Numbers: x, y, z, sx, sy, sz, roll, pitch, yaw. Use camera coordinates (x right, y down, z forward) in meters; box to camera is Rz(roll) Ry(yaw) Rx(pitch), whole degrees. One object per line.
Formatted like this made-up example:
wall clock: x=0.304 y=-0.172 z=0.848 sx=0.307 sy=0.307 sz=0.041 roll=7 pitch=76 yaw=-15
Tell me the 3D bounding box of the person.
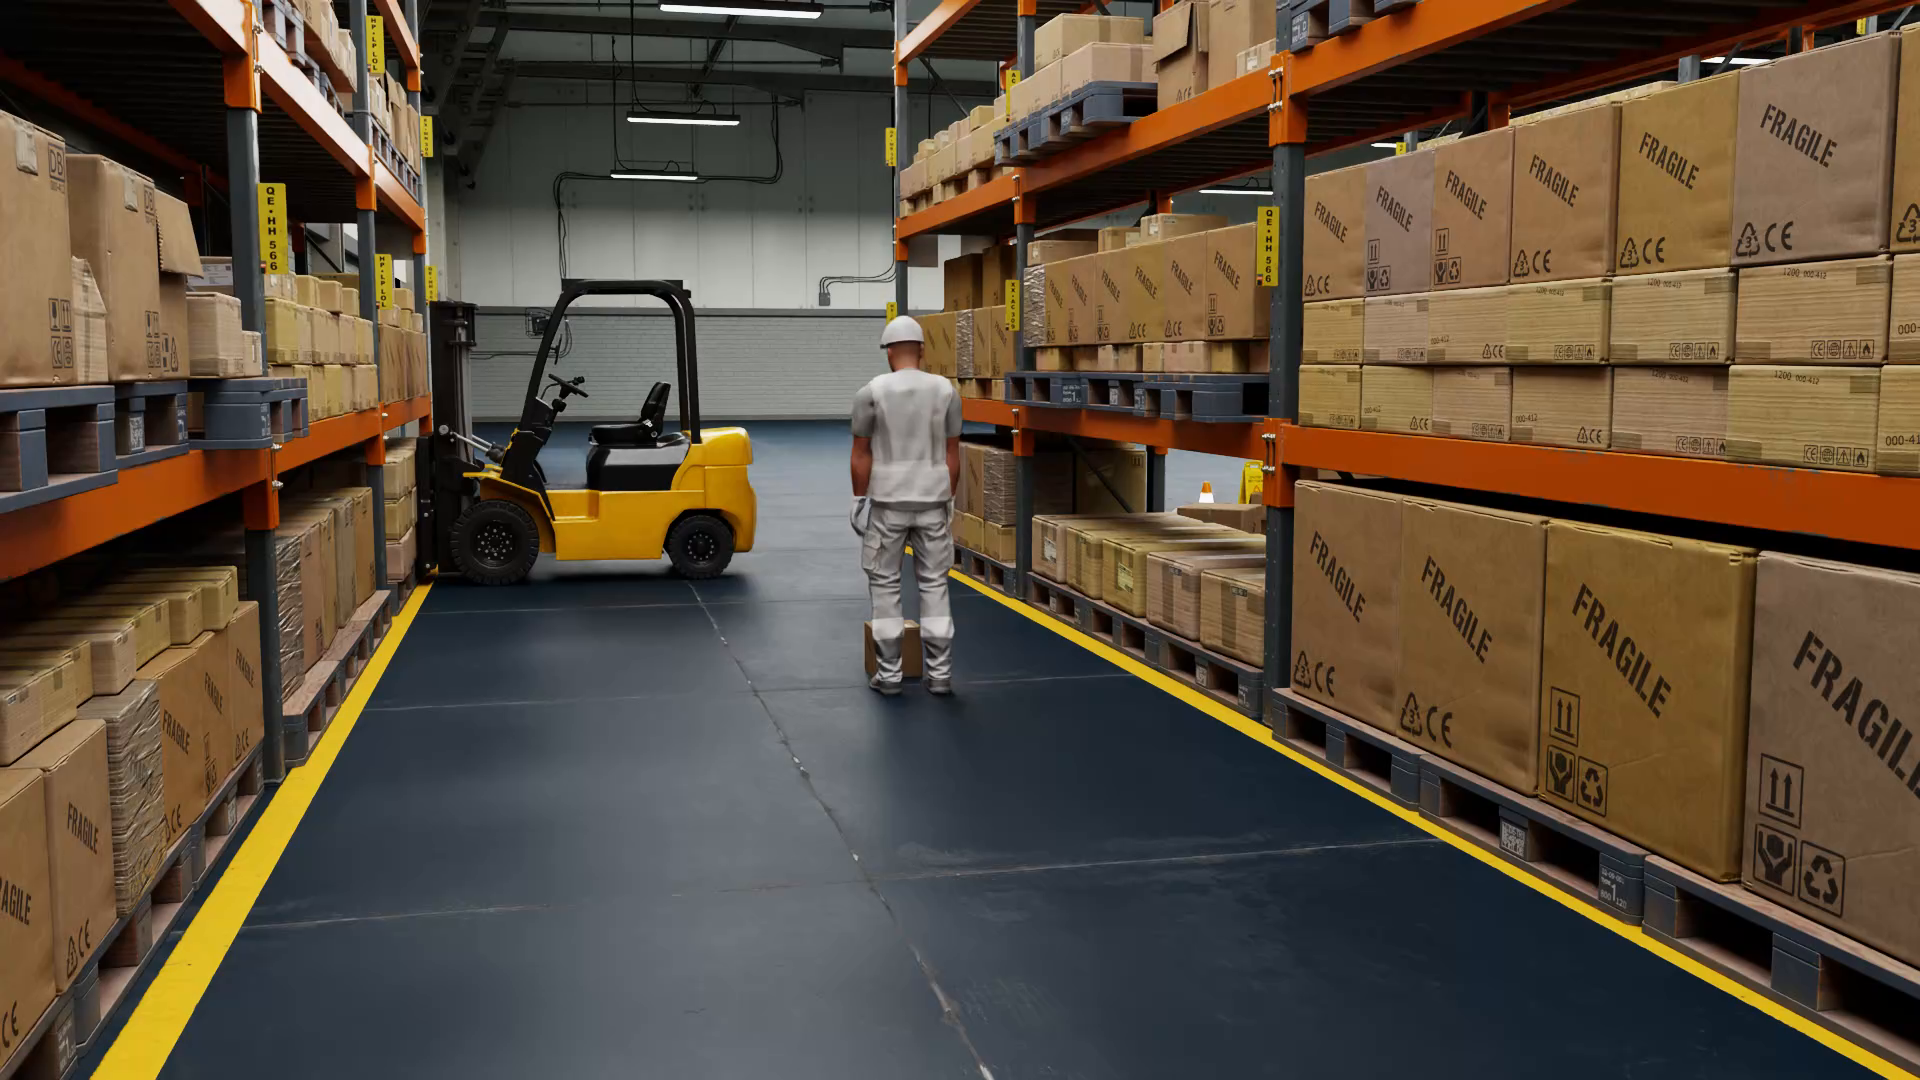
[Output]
person: x=-0.258 y=-0.159 z=7.865 sx=0.528 sy=1.782 sz=0.357 roll=-1 pitch=6 yaw=-13
